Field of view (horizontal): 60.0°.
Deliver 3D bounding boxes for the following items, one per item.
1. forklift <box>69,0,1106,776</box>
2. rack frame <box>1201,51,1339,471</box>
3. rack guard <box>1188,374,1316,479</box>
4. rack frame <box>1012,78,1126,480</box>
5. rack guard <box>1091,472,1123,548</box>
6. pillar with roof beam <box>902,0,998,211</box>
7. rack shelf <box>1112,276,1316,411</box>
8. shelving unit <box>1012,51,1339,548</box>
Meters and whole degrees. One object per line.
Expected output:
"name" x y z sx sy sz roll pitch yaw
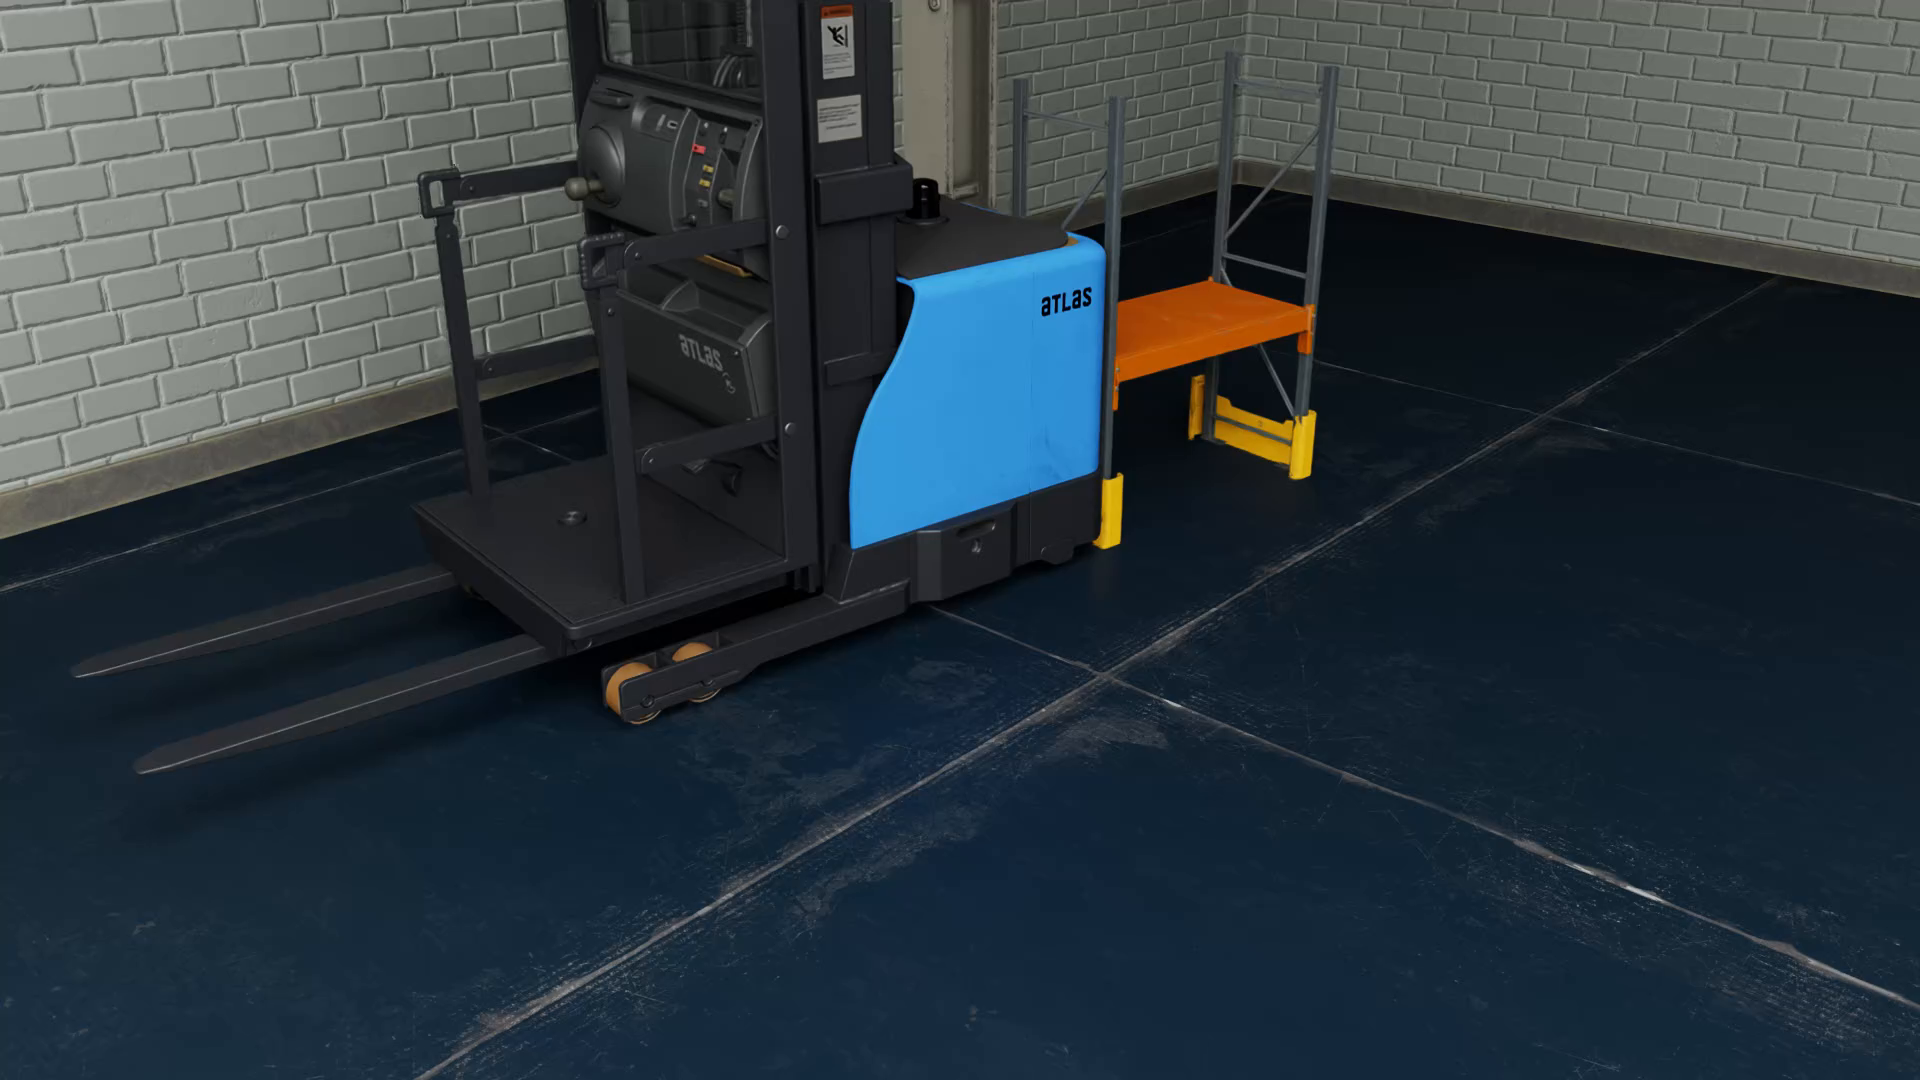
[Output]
"forklift" -0.989 -1.071 4.556 3.031 2.935 1.130 -18 30 -35
"rack frame" 1.136 -1.018 6.188 0.032 1.500 0.500 -18 30 -35
"rack guard" 1.120 -0.443 6.432 0.087 0.250 0.587 -18 30 -35
"rack frame" 0.344 -0.757 5.605 0.032 1.500 0.500 -18 30 -35
"rack guard" 0.345 -0.187 5.862 0.087 0.250 0.587 -18 30 -35
"pillar with roof beam" 3.156 -4.354 4.461 9.100 9.000 0.400 20 31 38
"rack shelf" 0.740 -0.724 5.970 1.000 0.185 0.538 -18 30 -35
"shelving unit" 0.733 -0.885 5.891 1.083 1.500 0.587 -18 30 -35
